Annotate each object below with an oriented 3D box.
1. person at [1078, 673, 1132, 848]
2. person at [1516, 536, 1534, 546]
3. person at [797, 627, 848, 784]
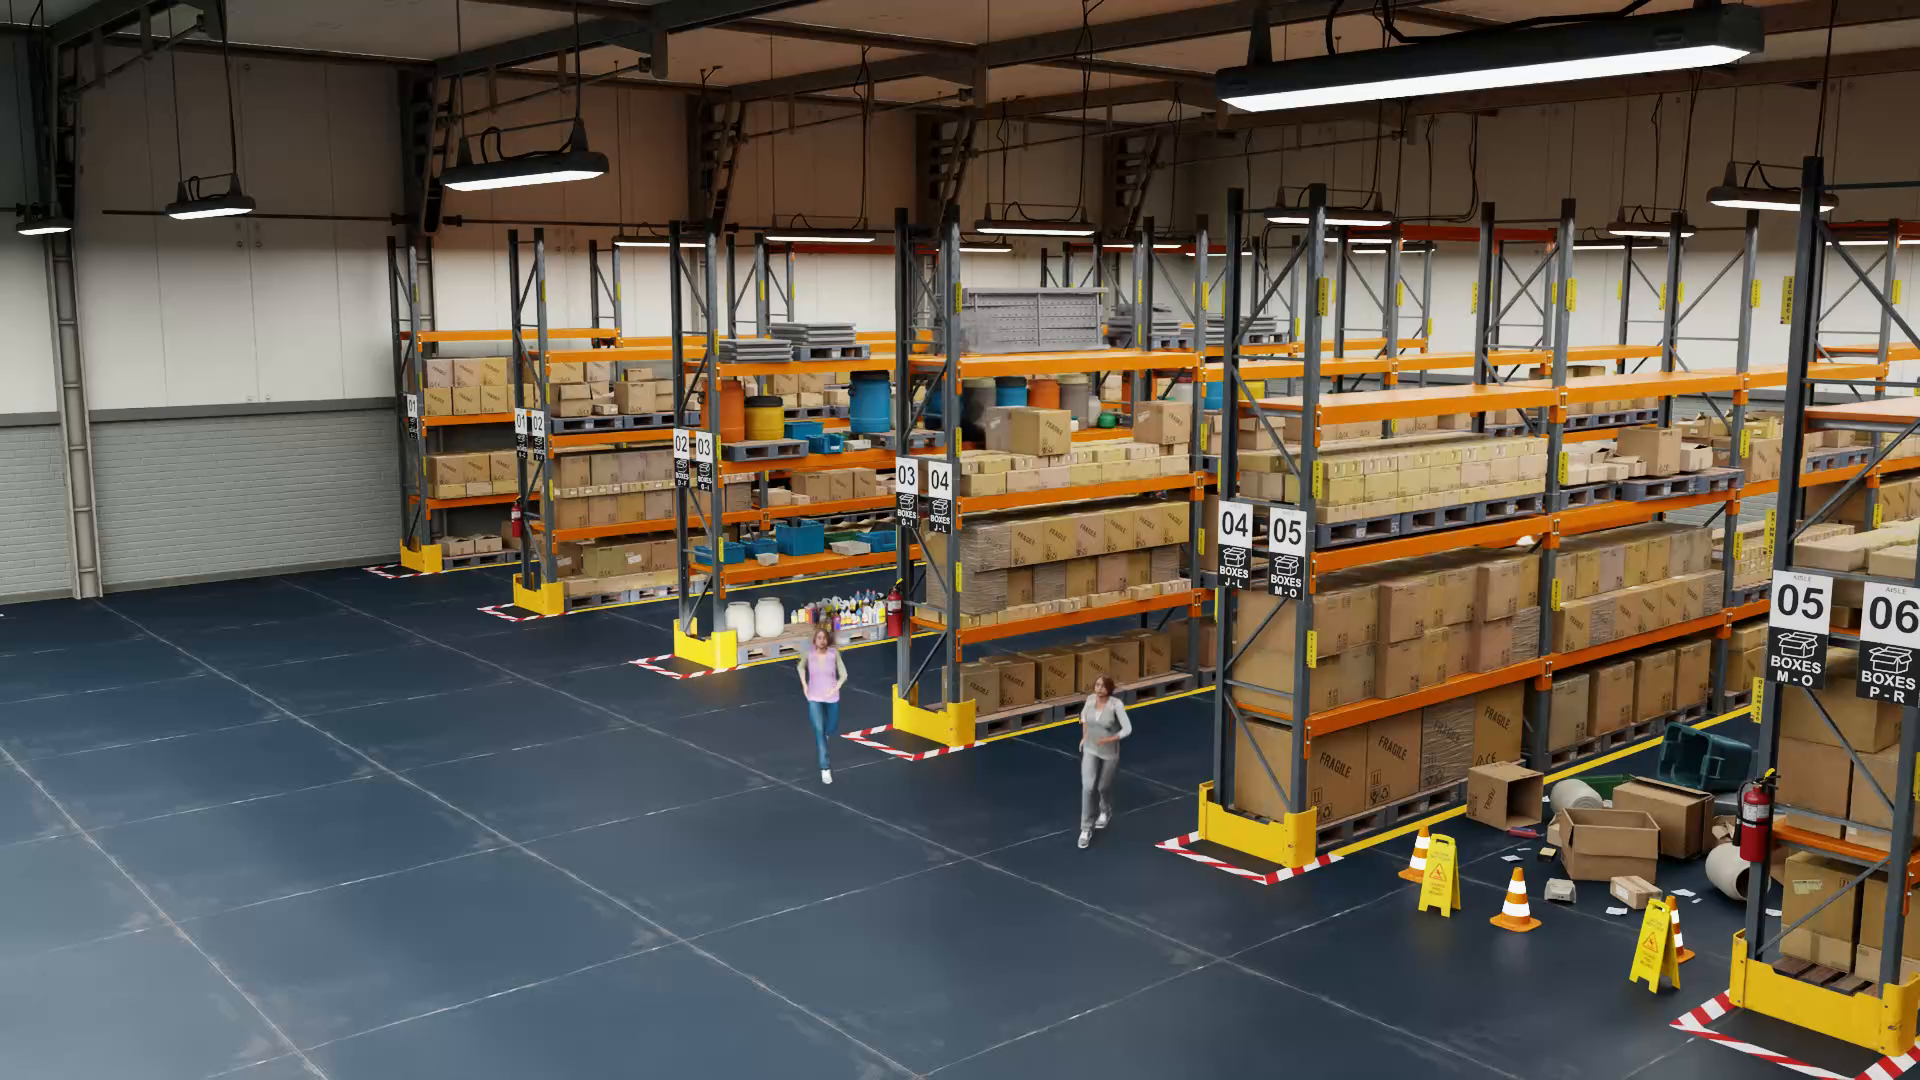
[{"bbox_3d":[1.321,1.994,15.454,0.482,1.577,0.800,3,9,19],"label":"person"},{"bbox_3d":[7.654,0.830,22.537,0.889,1.805,0.610,-8,12,-43],"label":"person"},{"bbox_3d":[-1.456,1.744,17.705,0.509,1.499,1.009,-2,9,-12],"label":"person"}]
